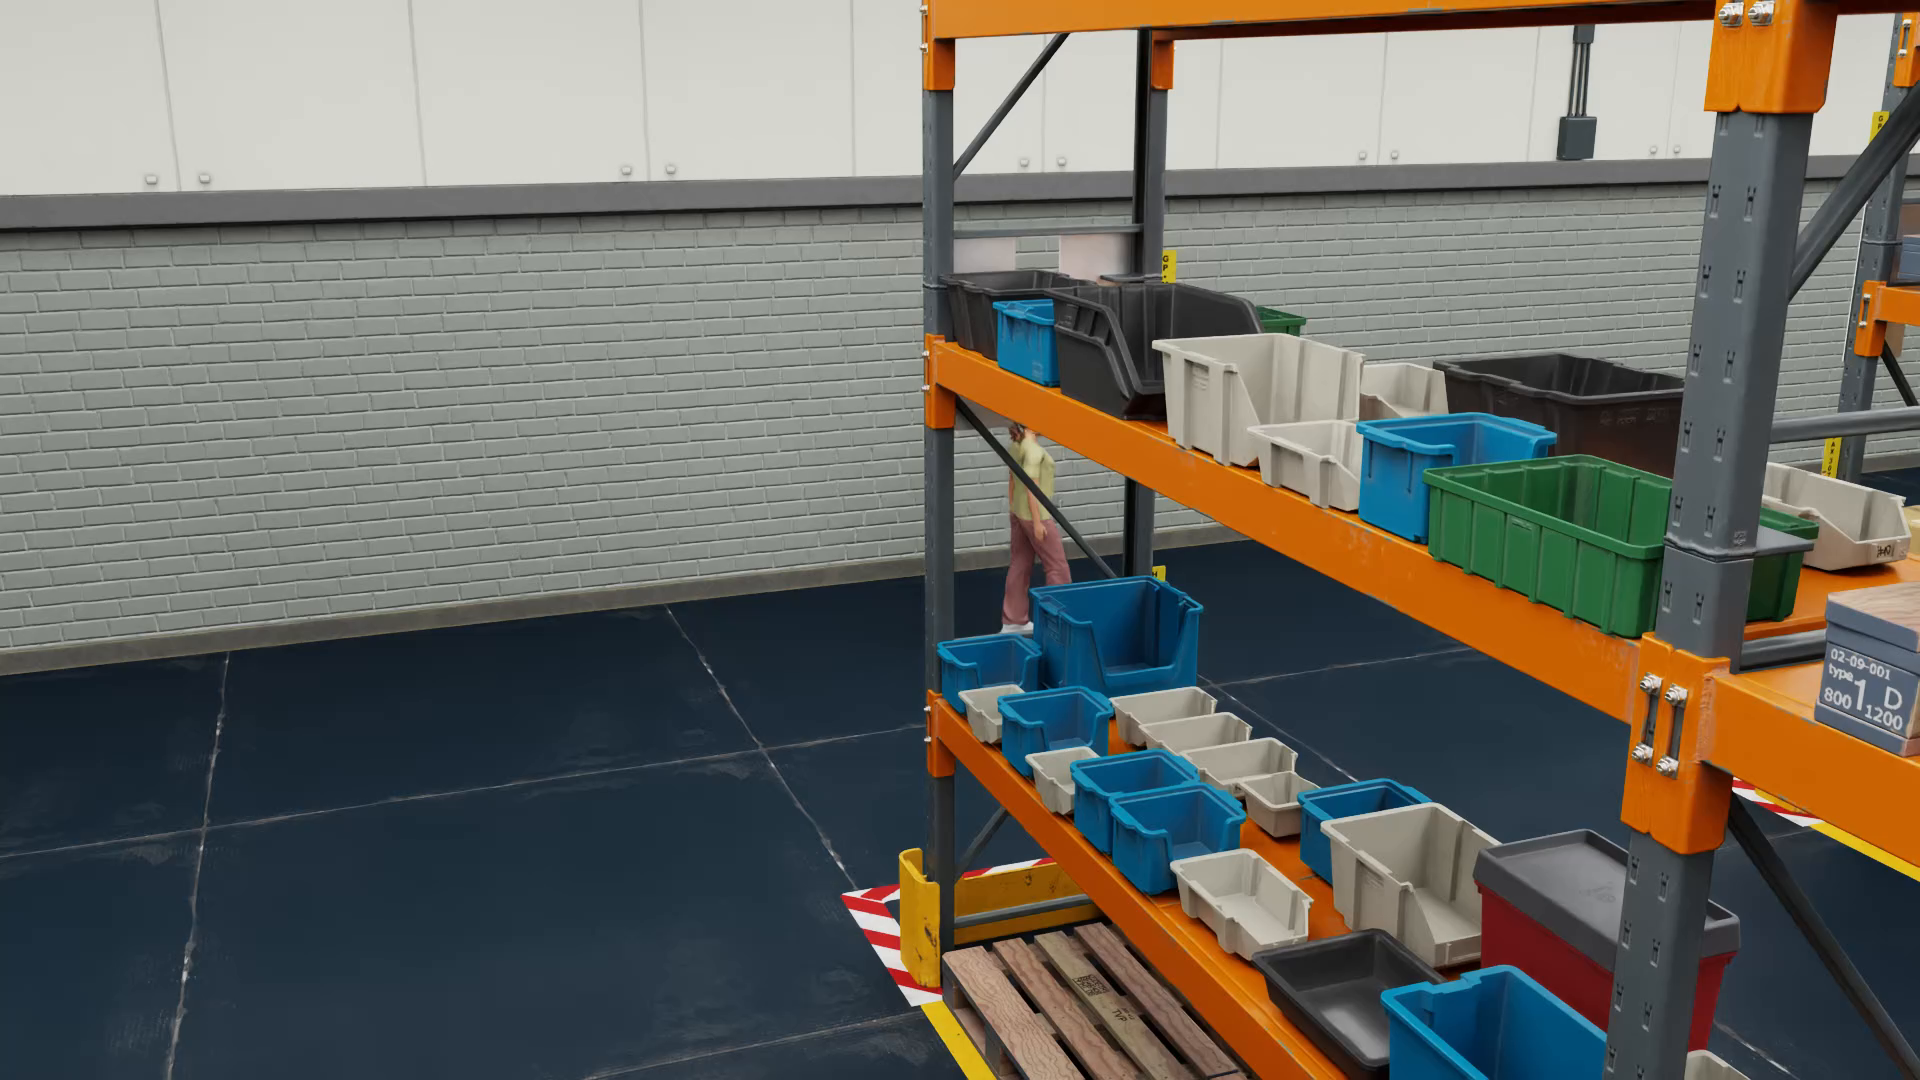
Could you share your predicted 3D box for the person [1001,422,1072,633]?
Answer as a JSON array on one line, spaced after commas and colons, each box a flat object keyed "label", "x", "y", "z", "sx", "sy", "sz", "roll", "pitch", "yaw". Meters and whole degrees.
[{"label": "person", "x": 0.625, "y": -0.163, "z": 11.578, "sx": 0.686, "sy": 1.667, "sz": 0.461, "roll": -5, "pitch": 17, "yaw": -18}]
